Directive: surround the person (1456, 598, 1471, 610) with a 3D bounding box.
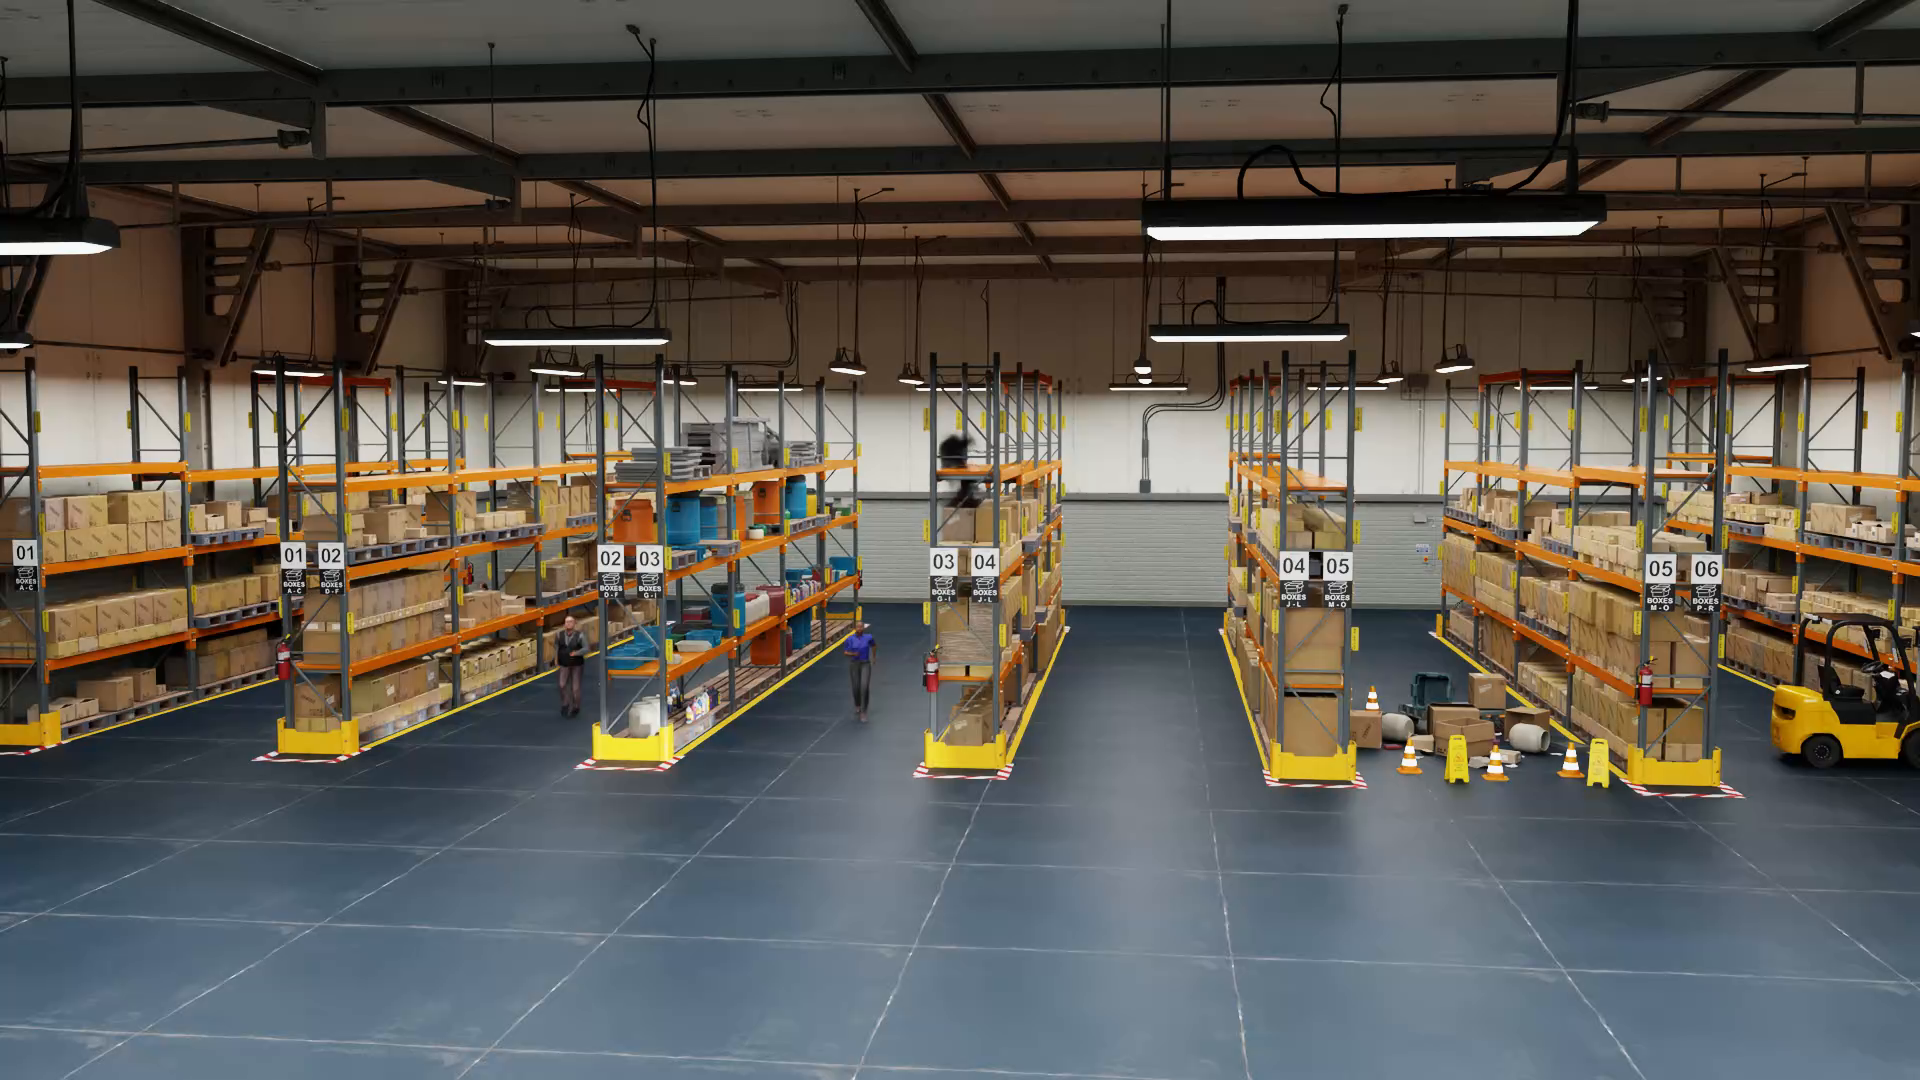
[{"bbox_3d":[12.138,1.328,39.754,0.911,1.676,0.623,0,4,7],"label":"person"}]

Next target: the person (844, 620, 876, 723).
[{"bbox_3d":[-1.685,2.193,28.040,0.534,1.715,0.847,0,4,-1],"label":"person"}]

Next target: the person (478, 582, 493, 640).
[{"bbox_3d":[-10.218,1.691,35.789,0.556,1.596,0.800,1,4,10],"label":"person"}]

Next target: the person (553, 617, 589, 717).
[{"bbox_3d":[-6.607,2.150,28.193,0.653,1.710,0.687,0,4,0],"label":"person"}]
